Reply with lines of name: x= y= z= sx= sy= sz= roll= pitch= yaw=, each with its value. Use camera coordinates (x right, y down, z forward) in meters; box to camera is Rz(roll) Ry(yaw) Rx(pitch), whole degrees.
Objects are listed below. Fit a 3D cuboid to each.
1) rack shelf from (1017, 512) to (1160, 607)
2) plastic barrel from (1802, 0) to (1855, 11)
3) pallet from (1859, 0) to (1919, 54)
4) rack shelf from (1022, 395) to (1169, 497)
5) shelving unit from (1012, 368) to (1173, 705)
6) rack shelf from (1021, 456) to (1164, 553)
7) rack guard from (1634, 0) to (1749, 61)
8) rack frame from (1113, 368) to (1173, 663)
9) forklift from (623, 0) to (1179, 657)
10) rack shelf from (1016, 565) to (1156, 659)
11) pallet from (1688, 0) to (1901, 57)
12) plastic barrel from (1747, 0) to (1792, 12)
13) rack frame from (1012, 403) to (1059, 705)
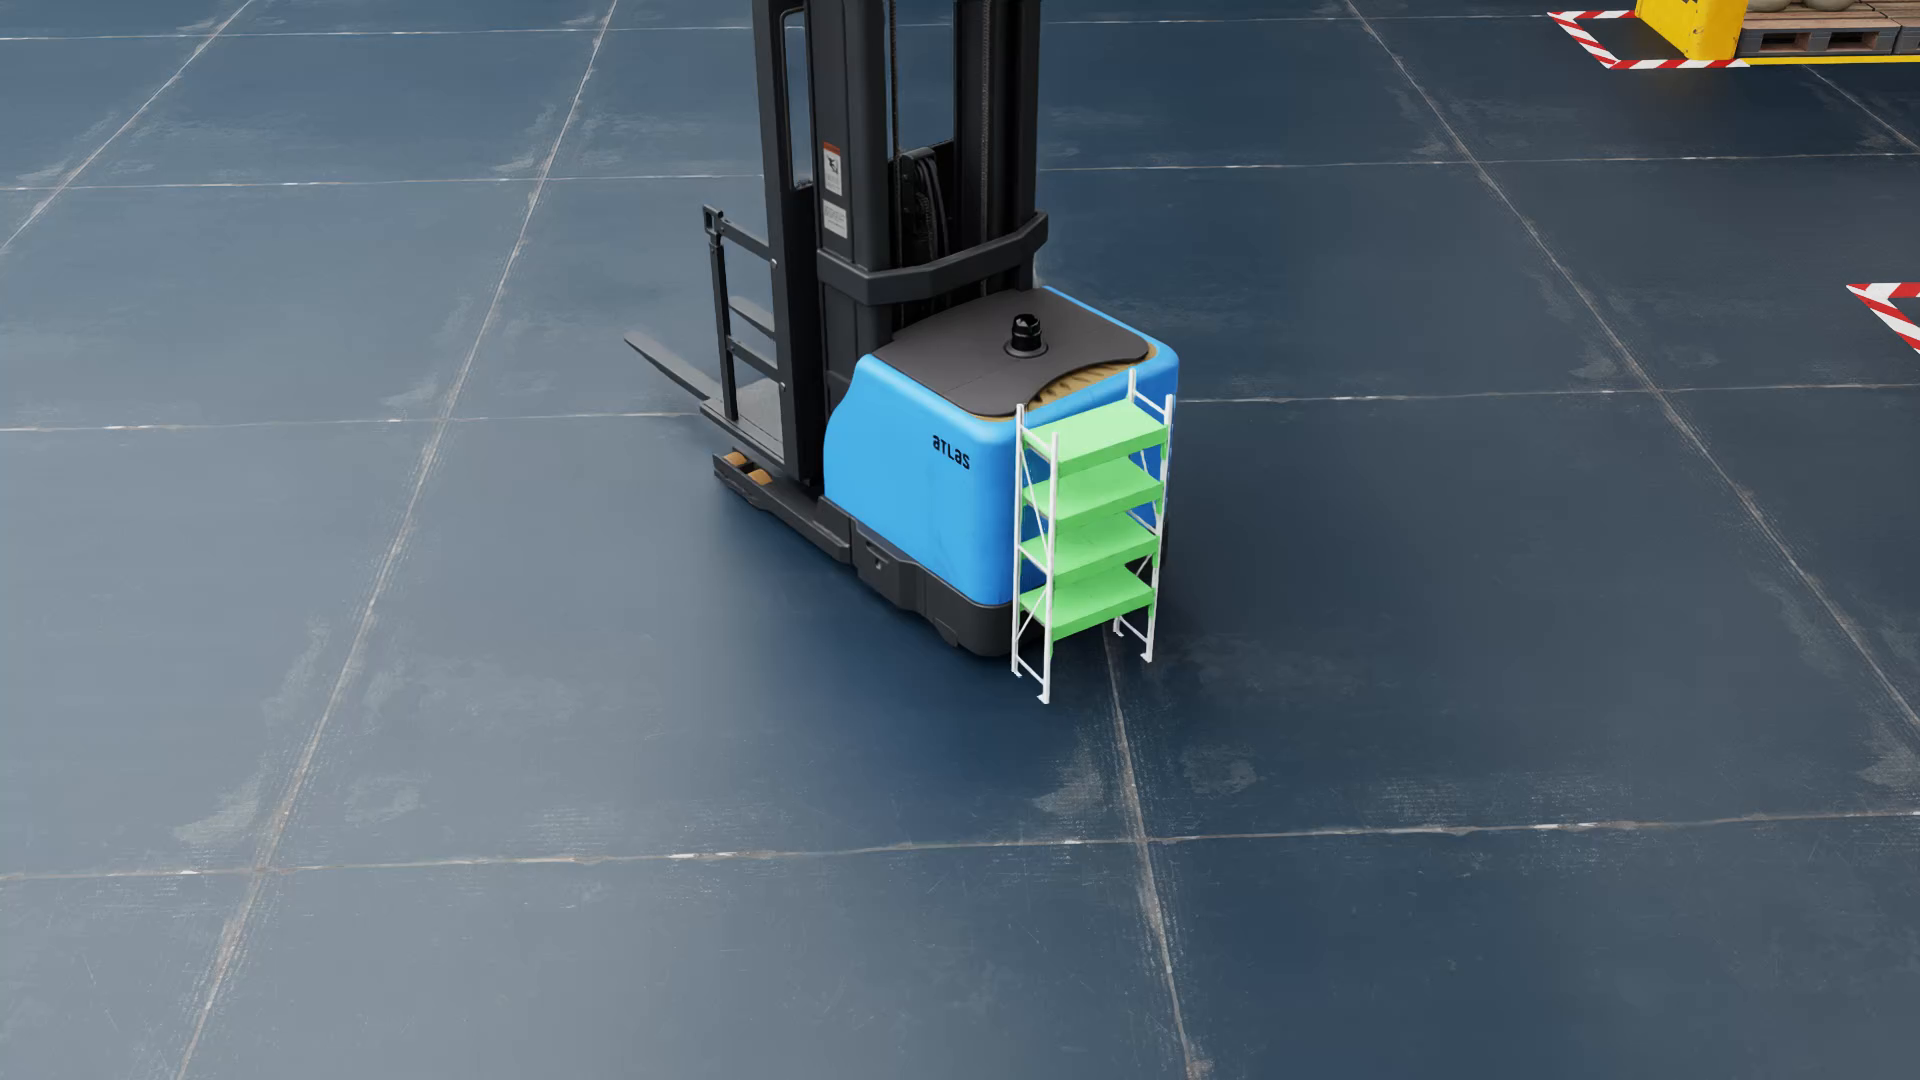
rack shelf: x=0.478 y=0.055 z=6.228 sx=0.480 sy=0.148 sz=0.258 roll=-19 pitch=39 yaw=-25
plastic barrel: x=6.688 y=-4.346 z=12.711 sx=0.421 sy=0.512 sz=0.421 roll=0 pitch=35 yaw=0
pallet: x=7.634 y=-4.054 z=12.922 sx=1.213 sy=0.211 sz=1.003 roll=-2 pitch=35 yaw=-2
rack shelf: x=0.477 y=-0.340 z=5.955 sx=0.480 sy=0.148 sz=0.258 roll=-19 pitch=39 yaw=-25
shelving unit: x=0.478 y=0.002 z=6.191 sx=0.503 sy=1.200 sz=0.258 roll=-19 pitch=39 yaw=-25
rack shelf: x=0.478 y=-0.143 z=6.091 sx=0.480 sy=0.148 sz=0.258 roll=-19 pitch=39 yaw=-25
rack guard: x=5.607 y=-4.123 z=12.768 sx=0.348 sy=0.500 sz=1.175 roll=-2 pitch=35 yaw=-2
rack frame: x=0.686 y=-0.070 z=6.296 sx=0.015 sy=1.200 sz=0.240 roll=-19 pitch=39 yaw=-25
forklift: x=-0.467 y=-1.518 z=6.868 sx=1.130 sy=2.935 sz=3.031 roll=-26 pitch=42 yaw=-32
rack shelf: x=0.478 y=0.253 z=6.364 sx=0.480 sy=0.148 sz=0.258 roll=-19 pitch=39 yaw=-25
pallet: x=6.419 y=-4.023 z=12.877 sx=1.213 sy=0.211 sz=1.003 roll=-2 pitch=35 yaw=-2
plastic barrel: x=6.187 y=-4.333 z=12.692 sx=0.421 sy=0.512 sz=0.421 roll=0 pitch=35 yaw=0
rack frame: x=0.270 y=0.075 z=6.086 sx=0.015 sy=1.200 sz=0.240 roll=-19 pitch=39 yaw=-25
